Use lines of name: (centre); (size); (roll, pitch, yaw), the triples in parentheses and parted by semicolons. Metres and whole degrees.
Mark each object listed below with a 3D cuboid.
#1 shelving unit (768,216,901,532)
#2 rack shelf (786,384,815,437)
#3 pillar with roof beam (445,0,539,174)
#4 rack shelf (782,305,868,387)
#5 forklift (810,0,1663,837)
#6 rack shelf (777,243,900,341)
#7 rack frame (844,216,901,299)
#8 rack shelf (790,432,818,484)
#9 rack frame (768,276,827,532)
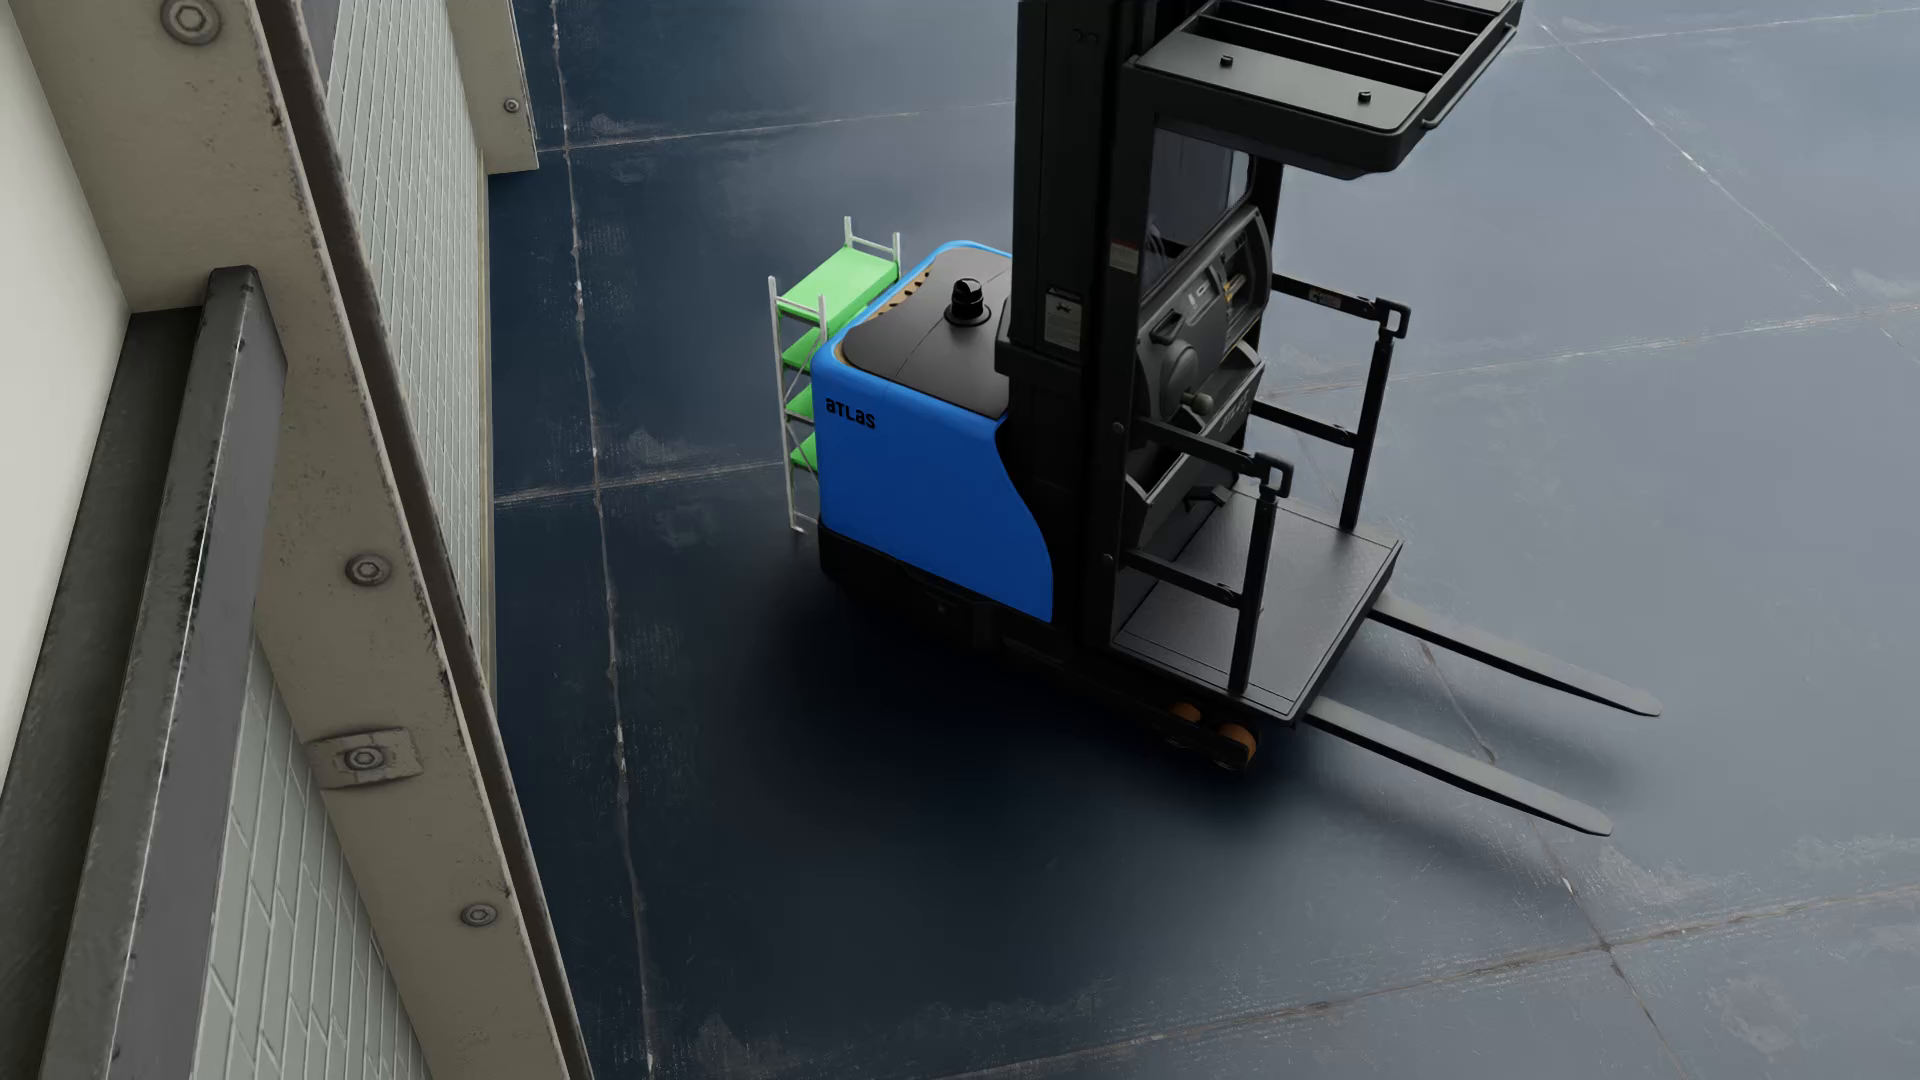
shelving unit: (-0.460, -0.600, 6.522); (0.258, 1.200, 0.503); (22, 46, 23)
rack shelf: (-0.460, -0.553, 6.565); (0.258, 0.148, 0.480); (22, 46, 23)
pillar with roof beam: (1.726, -6.100, 6.843); (9.100, 9.000, 0.400); (-8, 42, -9)
rack shelf: (-0.460, -0.732, 6.406); (0.258, 0.148, 0.480); (22, 46, 23)
forklift: (0.975, -0.695, 5.325); (3.031, 2.935, 1.130); (22, 46, 23)
rack shelf: (-0.460, -0.911, 6.246); (0.258, 0.148, 0.480); (22, 46, 23)
rack frame: (-0.334, -0.739, 6.678); (0.240, 1.200, 0.015); (22, 46, 23)
rack shelf: (-0.460, -0.373, 6.724); (0.258, 0.148, 0.480); (22, 46, 23)
rack frame: (-0.587, -0.462, 6.366); (0.240, 1.200, 0.015); (22, 46, 23)
